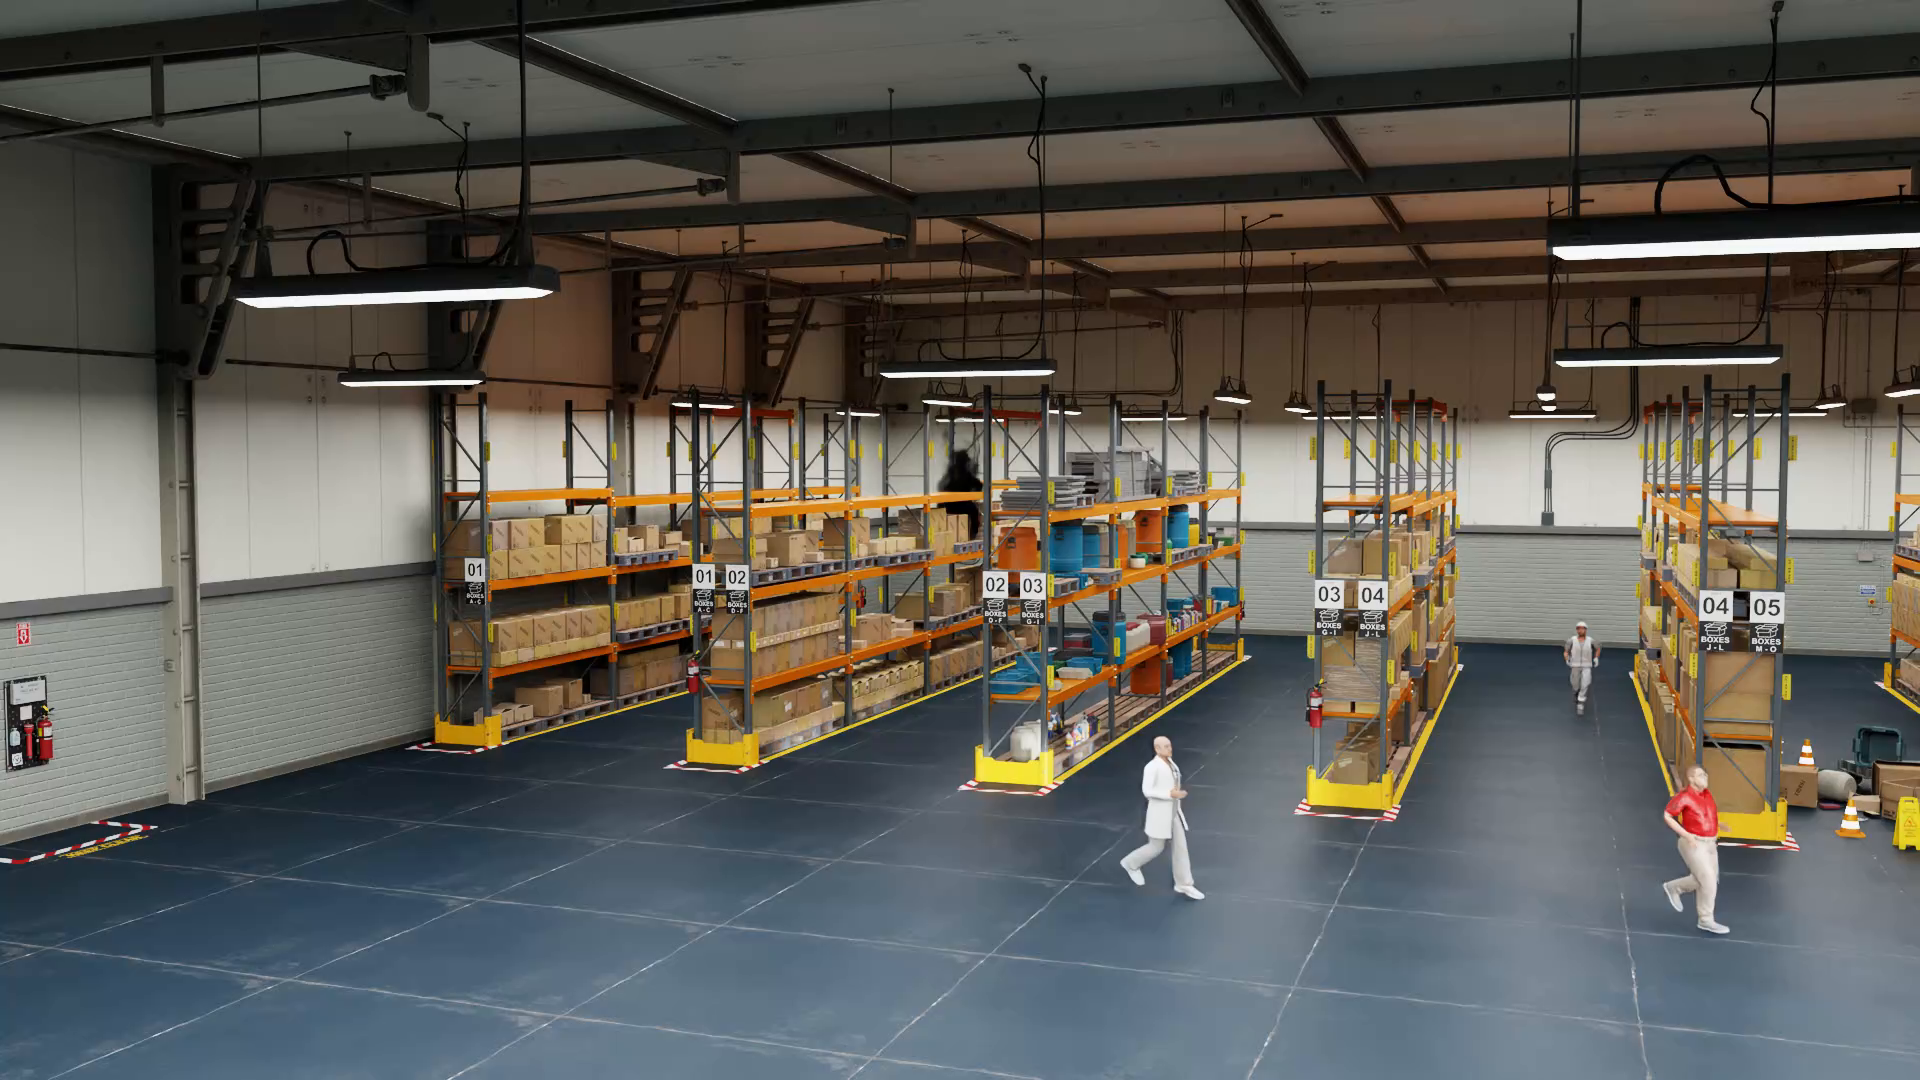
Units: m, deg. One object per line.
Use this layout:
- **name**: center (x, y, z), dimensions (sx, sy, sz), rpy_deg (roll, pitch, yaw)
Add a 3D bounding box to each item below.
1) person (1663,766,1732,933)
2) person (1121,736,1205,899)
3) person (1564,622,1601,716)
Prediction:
- **person**: center (7.742, 3.220, 17.516), dimensions (0.675, 1.689, 0.825), rpy_deg (-2, 4, -33)
- **person**: center (2.279, 3.095, 18.718), dimensions (1.049, 1.781, 0.710), rpy_deg (3, 4, 41)
- **person**: center (11.914, 2.443, 31.845), dimensions (0.668, 1.754, 0.825), rpy_deg (1, 3, 20)
